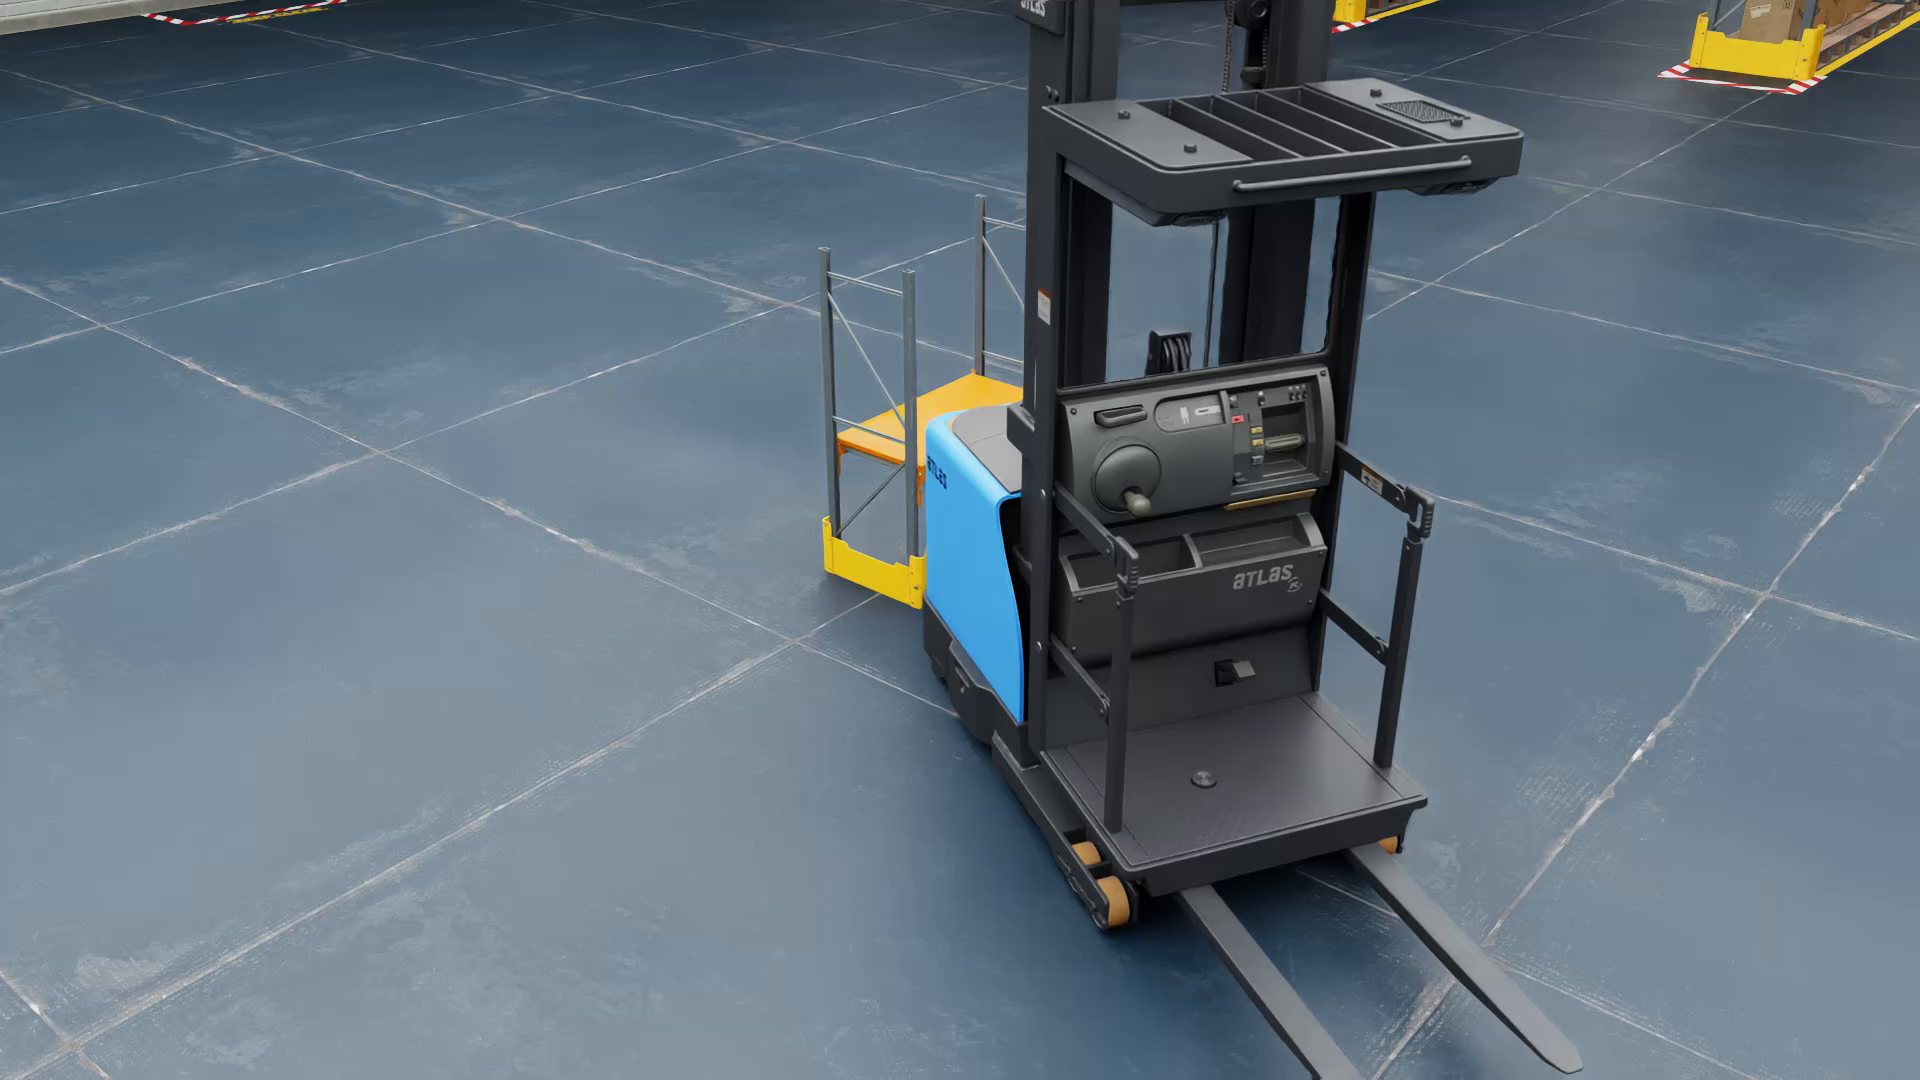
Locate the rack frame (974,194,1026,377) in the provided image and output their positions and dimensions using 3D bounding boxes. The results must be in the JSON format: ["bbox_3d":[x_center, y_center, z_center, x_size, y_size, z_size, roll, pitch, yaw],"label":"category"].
[{"bbox_3d":[0.269,-0.816,7.695,0.500,1.500,0.032,21,34,34],"label":"rack frame"}]

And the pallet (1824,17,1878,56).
[{"bbox_3d":[9.421,-5.610,18.365,1.003,0.211,1.213,21,34,34],"label":"pallet"}]

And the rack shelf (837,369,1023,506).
[{"bbox_3d":[-0.054,-0.476,7.430,0.538,0.185,1.000,21,34,34],"label":"rack shelf"}]

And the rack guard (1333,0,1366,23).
[{"bbox_3d":[4.243,-6.491,19.754,1.175,0.500,0.348,21,34,34],"label":"rack guard"}]

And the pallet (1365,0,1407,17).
[{"bbox_3d":[4.764,-6.650,20.374,1.003,0.211,1.213,21,34,34],"label":"pallet"}]

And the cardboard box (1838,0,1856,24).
[{"bbox_3d":[9.619,-6.029,18.404,0.500,0.500,0.500,17,32,30],"label":"cardboard box"}]

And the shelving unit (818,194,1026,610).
[{"bbox_3d":[-0.048,-0.639,7.353,0.587,1.500,1.083,21,34,34],"label":"shelving unit"}]

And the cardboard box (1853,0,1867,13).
[{"bbox_3d":[9.953,-6.273,18.874,0.500,0.500,0.500,-16,31,-28],"label":"cardboard box"}]

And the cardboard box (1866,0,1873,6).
[{"bbox_3d":[10.312,-6.478,19.271,0.500,0.500,0.500,20,33,33],"label":"cardboard box"}]

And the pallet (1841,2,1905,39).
[{"bbox_3d":[10.197,-6.045,19.205,1.003,0.211,1.213,21,34,34],"label":"pallet"}]

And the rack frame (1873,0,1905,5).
[{"bbox_3d":[10.597,-7.532,19.044,1.000,3.000,0.127,21,34,34],"label":"rack frame"}]

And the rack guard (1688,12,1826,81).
[{"bbox_3d":[8.101,-5.030,16.929,1.175,0.500,0.348,21,34,34],"label":"rack guard"}]

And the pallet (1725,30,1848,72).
[{"bbox_3d":[8.645,-5.180,17.533,1.003,0.211,1.213,21,34,34],"label":"pallet"}]

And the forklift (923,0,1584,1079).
[{"bbox_3d":[0.846,-0.271,5.084,1.130,2.935,3.031,-10,29,-18],"label":"forklift"}]

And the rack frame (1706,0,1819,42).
[{"bbox_3d":[8.053,-6.113,16.303,1.000,3.000,0.127,21,34,34],"label":"rack frame"}]

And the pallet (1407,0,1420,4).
[{"bbox_3d":[5.540,-7.080,21.207,1.003,0.211,1.213,21,34,34],"label":"pallet"}]

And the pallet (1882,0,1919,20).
[{"bbox_3d":[11.091,-6.570,20.220,1.003,0.211,1.213,21,34,34],"label":"pallet"}]

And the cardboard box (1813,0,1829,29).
[{"bbox_3d":[8.817,-5.628,17.628,0.500,0.500,0.500,-18,32,-31],"label":"cardboard box"}]

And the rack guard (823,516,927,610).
[{"bbox_3d":[-0.365,0.093,7.299,0.587,0.250,0.087,21,34,34],"label":"rack guard"}]

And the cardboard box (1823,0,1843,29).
[{"bbox_3d":[9.230,-5.845,18.047,0.500,0.500,0.500,25,36,39],"label":"cardboard box"}]

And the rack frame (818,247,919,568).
[{"bbox_3d":[-0.378,-0.456,6.999,0.500,1.500,0.032,21,34,34],"label":"rack frame"}]

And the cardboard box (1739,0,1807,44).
[{"bbox_3d":[8.463,-5.406,17.199,0.500,0.500,0.500,-21,34,-35],"label":"cardboard box"}]
